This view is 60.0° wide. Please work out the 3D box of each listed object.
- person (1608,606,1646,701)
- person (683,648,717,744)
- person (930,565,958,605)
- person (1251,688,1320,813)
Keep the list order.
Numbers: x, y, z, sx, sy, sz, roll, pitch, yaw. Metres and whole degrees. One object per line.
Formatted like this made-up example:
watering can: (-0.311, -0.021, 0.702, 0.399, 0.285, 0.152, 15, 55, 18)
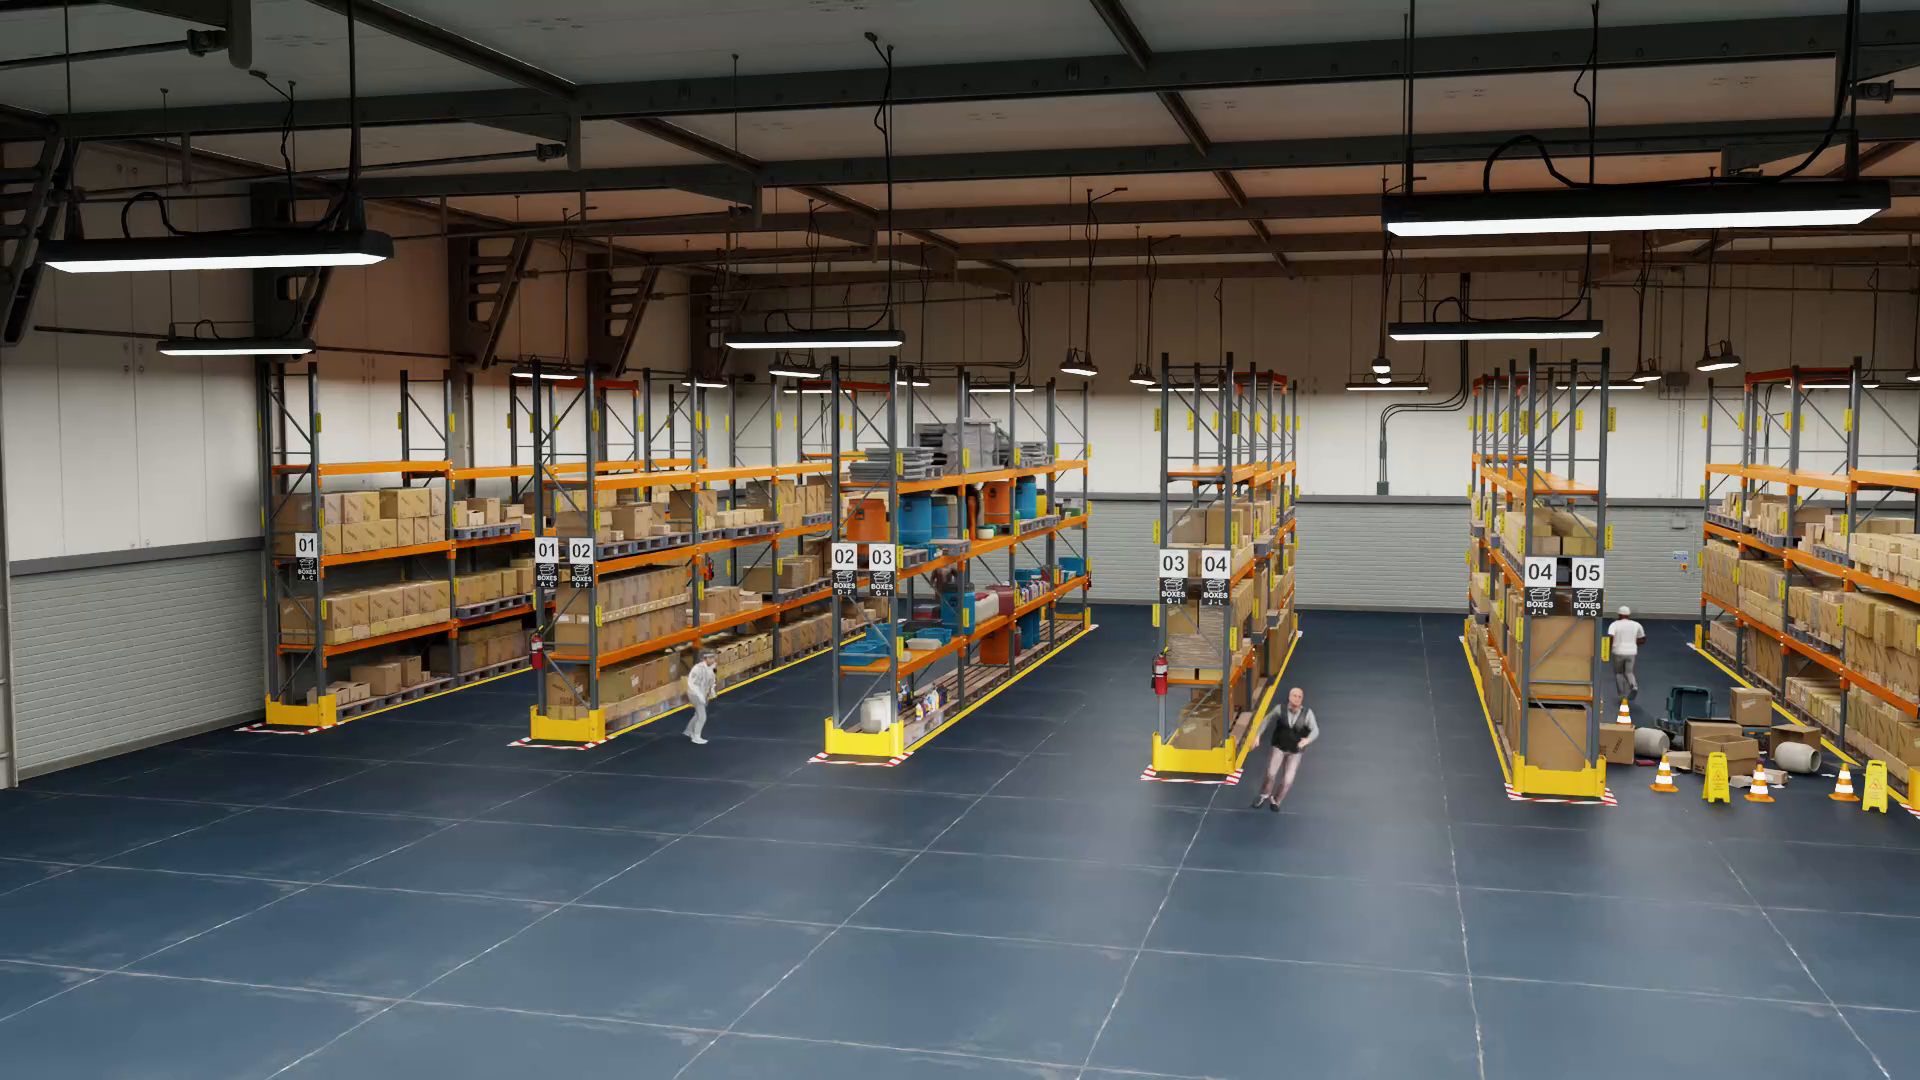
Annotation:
person: (11.983, 2.056, 29.894, 0.696, 1.714, 0.767, 0, 4, 6)
person: (-4.071, 2.420, 25.961, 0.786, 1.526, 0.621, 2, 5, 28)
person: (-0.379, 1.265, 40.965, 0.725, 1.735, 0.805, 0, 4, 0)
person: (4.180, 2.715, 21.313, 0.840, 1.651, 0.621, 0, 4, 2)
